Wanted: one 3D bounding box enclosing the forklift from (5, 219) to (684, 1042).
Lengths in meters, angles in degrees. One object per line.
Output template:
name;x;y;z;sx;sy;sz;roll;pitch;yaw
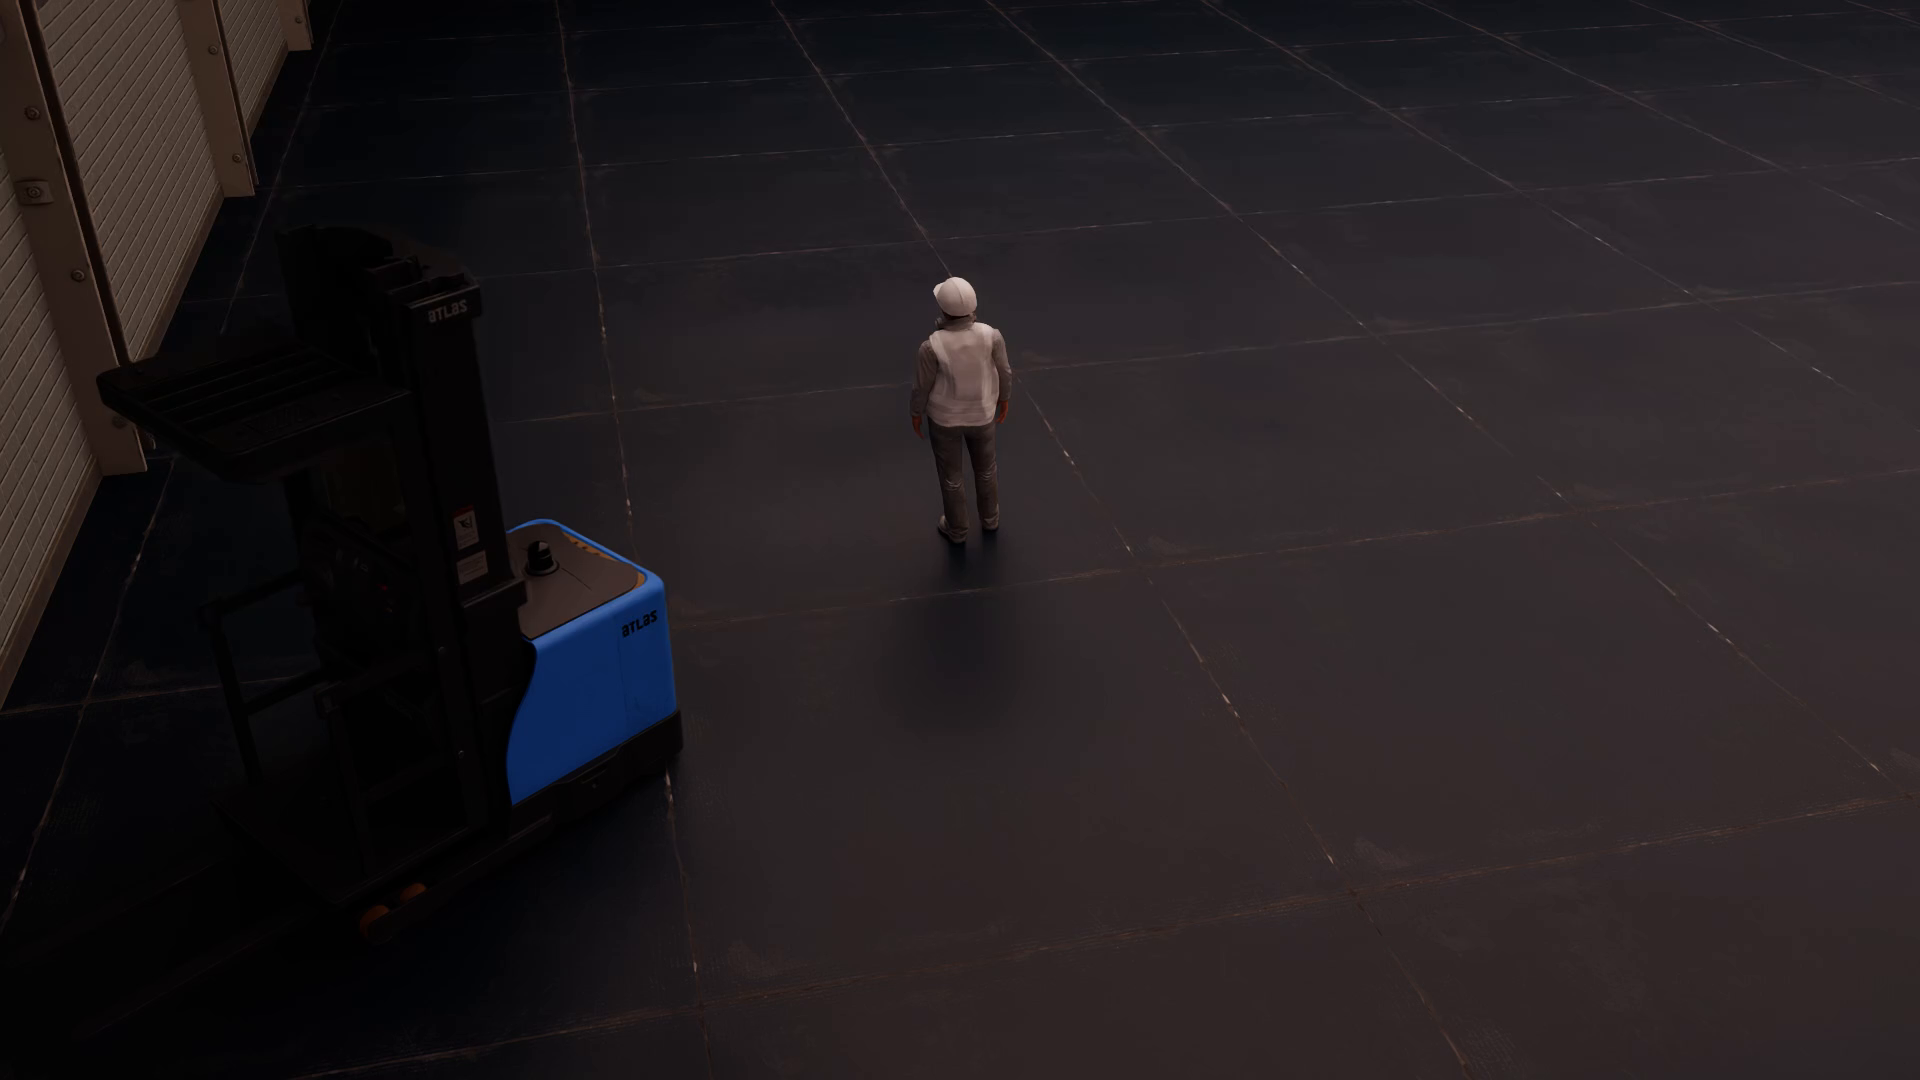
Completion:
forklift;-2.767;0.240;7.160;1.130;2.935;3.031;24;38;35

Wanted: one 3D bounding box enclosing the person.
person;-0.006;-0.805;10.105;0.632;1.773;0.568;-7;31;-12
